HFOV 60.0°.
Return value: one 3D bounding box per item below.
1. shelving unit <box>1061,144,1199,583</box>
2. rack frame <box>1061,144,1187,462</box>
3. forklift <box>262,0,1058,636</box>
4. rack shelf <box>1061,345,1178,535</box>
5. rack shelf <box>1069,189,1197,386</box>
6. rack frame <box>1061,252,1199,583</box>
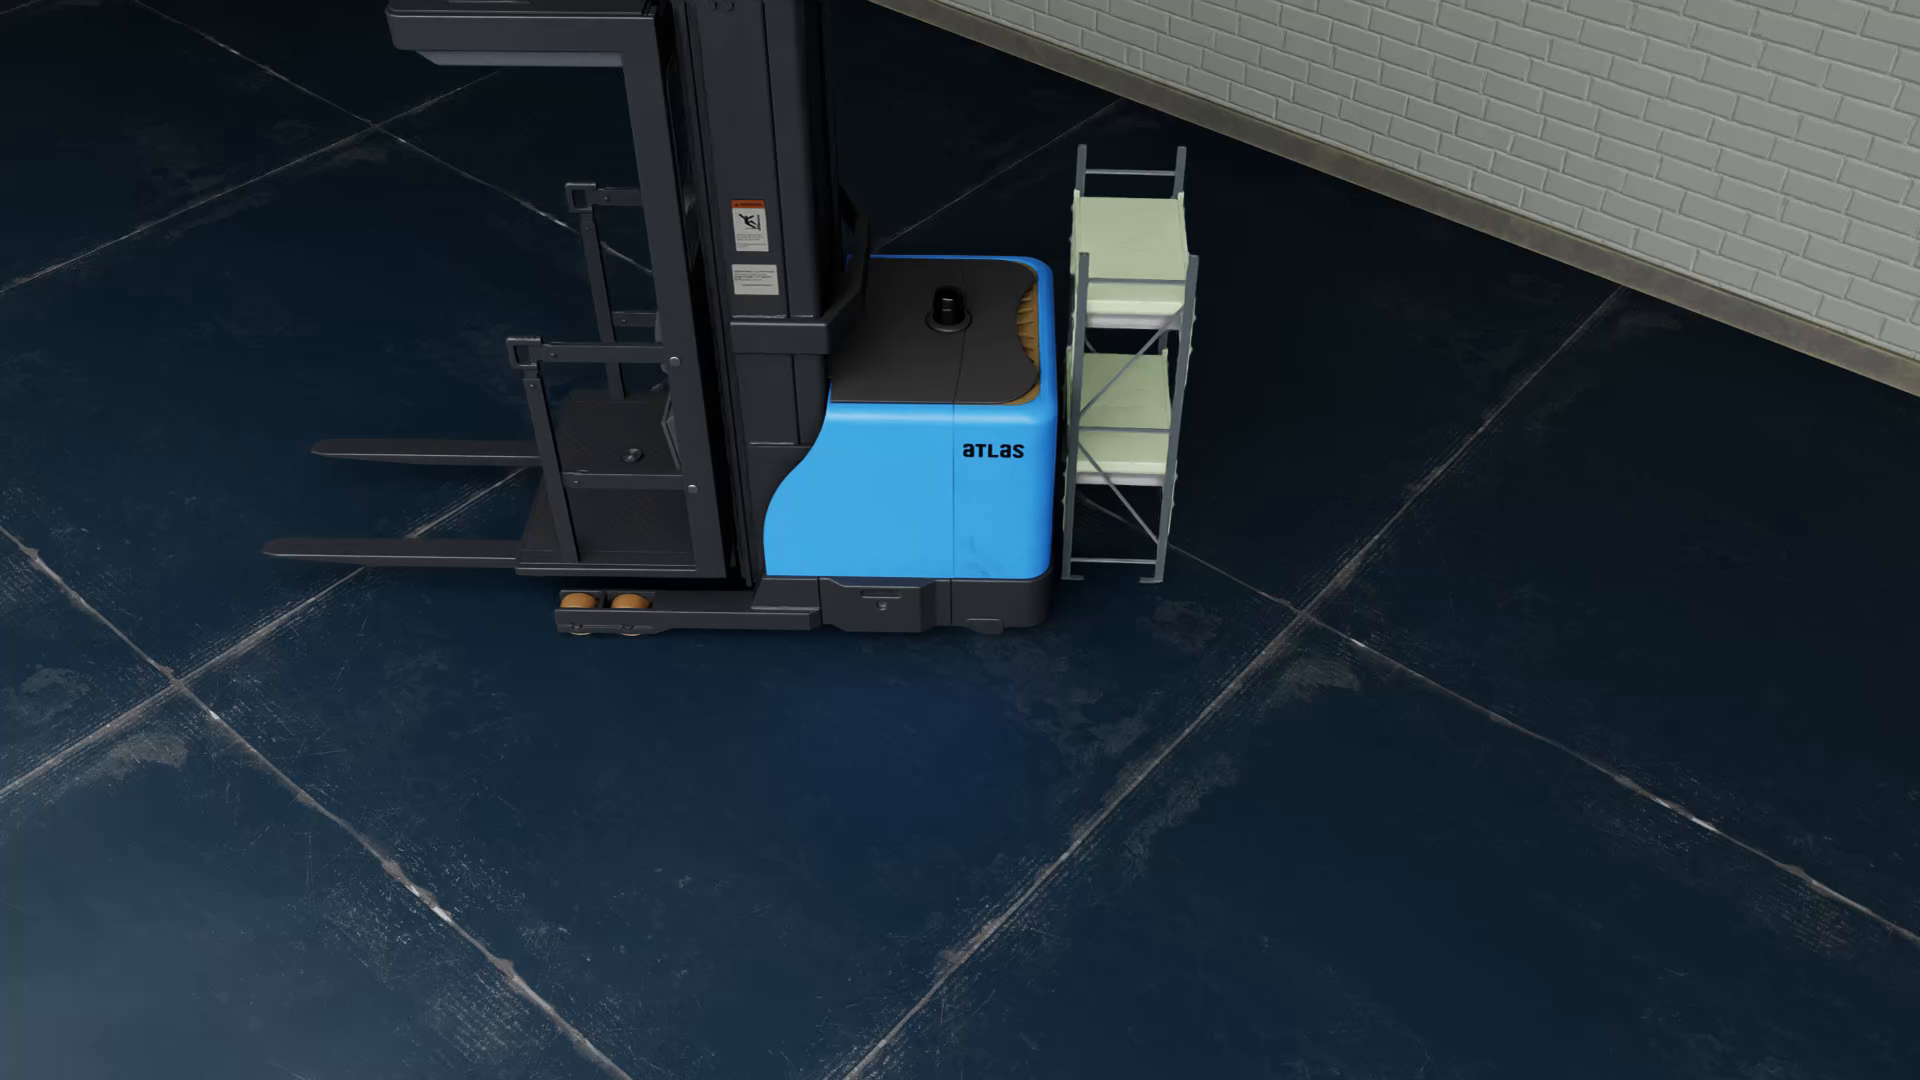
[{"bbox_3d":[0.617,-0.644,6.343,0.431,1.500,0.755,2,42,2],"label":"shelving unit"},{"bbox_3d":[0.633,-0.890,6.614,0.400,1.500,0.023,2,42,2],"label":"rack frame"},{"bbox_3d":[-1.156,-1.074,5.753,3.031,2.935,1.130,1,42,1],"label":"forklift"},{"bbox_3d":[0.617,-0.403,6.562,0.431,0.370,0.720,2,42,2],"label":"rack shelf"},{"bbox_3d":[0.617,-0.933,6.081,0.431,0.370,0.720,2,42,2],"label":"rack shelf"},{"bbox_3d":[0.601,-0.398,6.073,0.400,1.500,0.023,2,42,2],"label":"rack frame"}]
